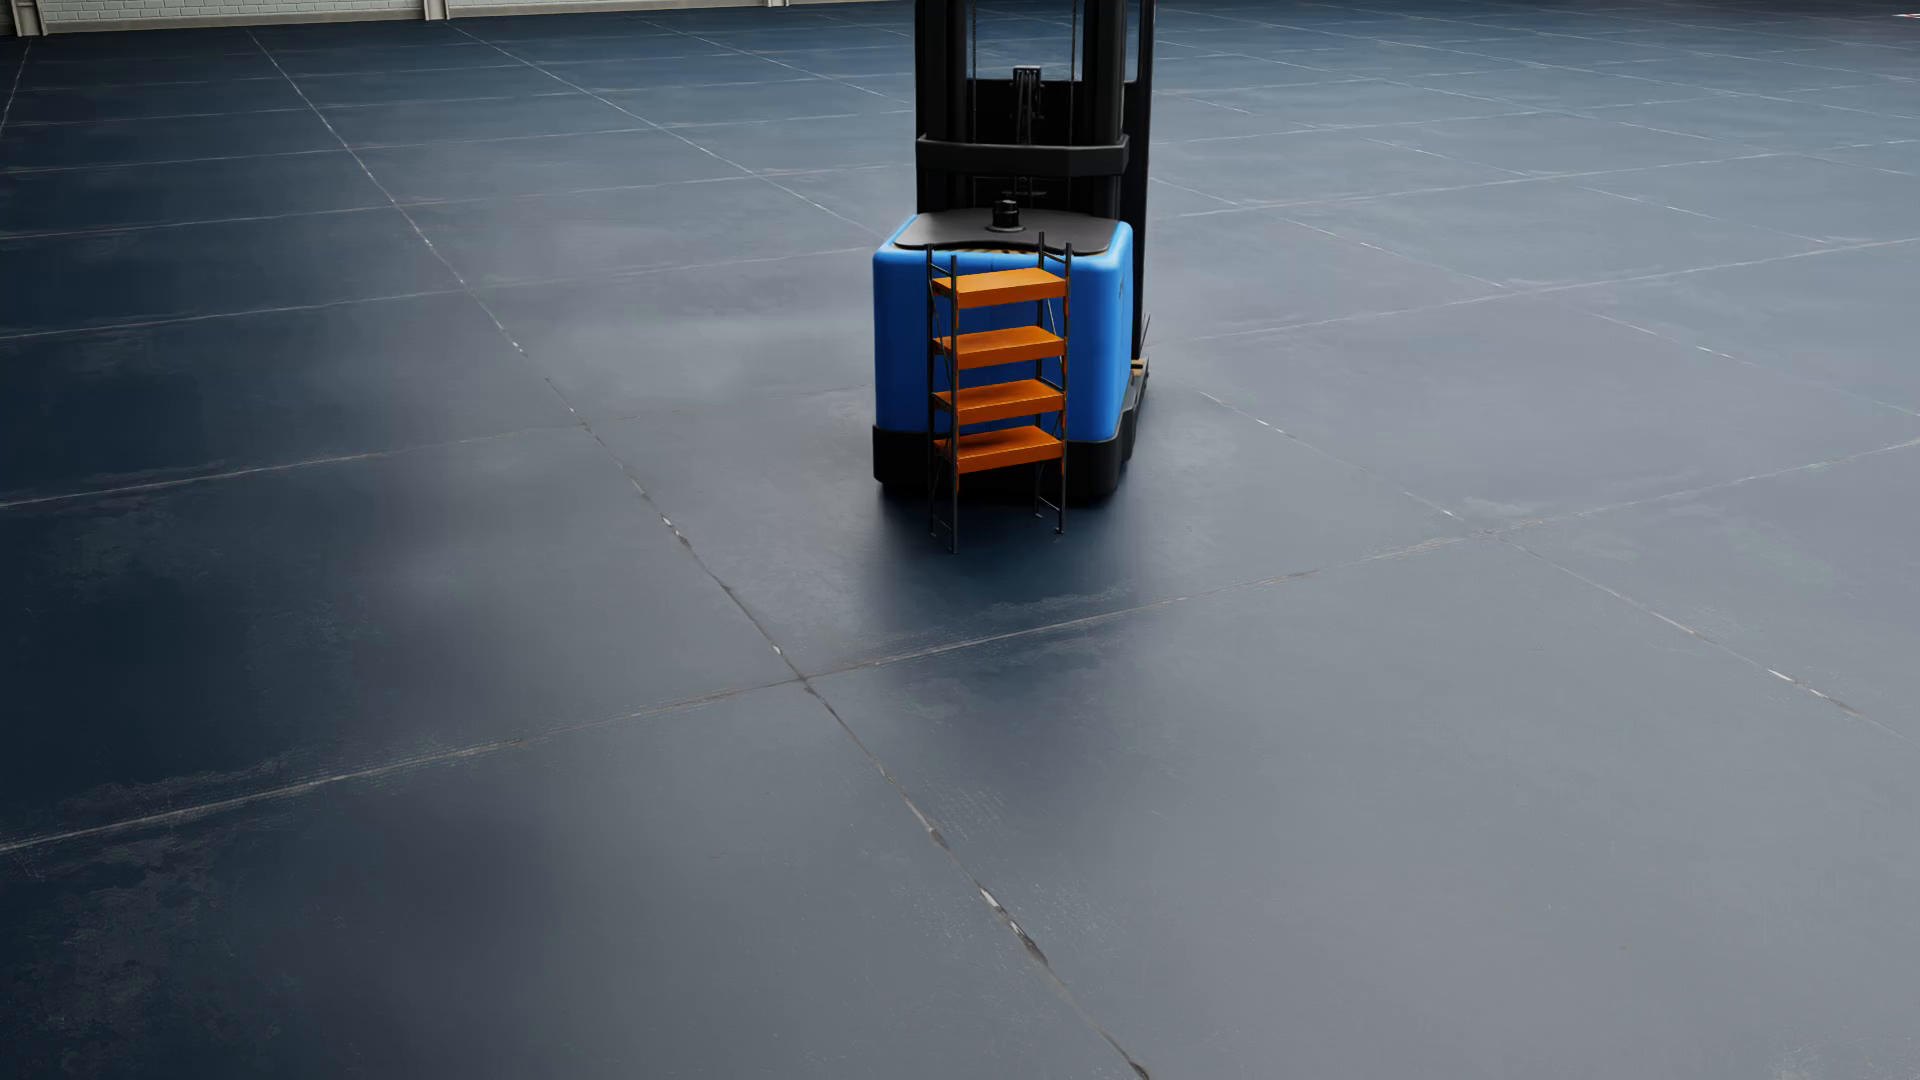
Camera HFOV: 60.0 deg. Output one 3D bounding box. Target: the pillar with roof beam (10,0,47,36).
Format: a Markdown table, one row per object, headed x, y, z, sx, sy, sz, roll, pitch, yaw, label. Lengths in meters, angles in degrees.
| x | y | z | sx | sy | sz | roll | pitch | yaw | label |
| --- | --- | --- | --- | --- | --- | --- | --- | --- | --- |
| -12.289 | -10.386 | 20.074 | 0.400 | 9.000 | 9.100 | -10 | 25 | -24 | pillar with roof beam |

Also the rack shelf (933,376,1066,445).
| x | y | z | sx | sy | sz | roll | pitch | yaw | label |
| --- | --- | --- | --- | --- | --- | --- | --- | --- | --- |
| 0.149 | -0.520 | 6.613 | 0.480 | 0.148 | 0.258 | -10 | 25 | -24 | rack shelf |

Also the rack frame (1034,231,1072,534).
| x | y | z | sx | sy | sz | roll | pitch | yaw | label |
| --- | --- | --- | --- | --- | --- | --- | --- | --- | --- |
| 0.369 | -0.622 | 6.685 | 0.015 | 1.200 | 0.240 | -10 | 25 | -24 | rack frame |

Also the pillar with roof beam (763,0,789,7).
| x | y | z | sx | sy | sz | roll | pitch | yaw | label |
| --- | --- | --- | --- | --- | --- | --- | --- | --- | --- |
| -1.476 | -12.376 | 24.883 | 0.400 | 9.000 | 9.100 | -10 | 25 | -24 | pillar with roof beam |

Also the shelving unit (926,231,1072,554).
| x | y | z | sx | sy | sz | roll | pitch | yaw | label |
| --- | --- | --- | --- | --- | --- | --- | --- | --- | --- |
| 0.149 | -0.582 | 6.587 | 0.503 | 1.200 | 0.258 | -10 | 25 | -24 | shelving unit |

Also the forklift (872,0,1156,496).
| x | y | z | sx | sy | sz | roll | pitch | yaw | label |
| --- | --- | --- | --- | --- | --- | --- | --- | --- | --- |
| 0.379 | -2.072 | 7.923 | 1.130 | 2.935 | 3.031 | 4 | 23 | 9 | forklift |

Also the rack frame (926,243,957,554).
| x | y | z | sx | sy | sz | roll | pitch | yaw | label |
| --- | --- | --- | --- | --- | --- | --- | --- | --- | --- |
| -0.071 | -0.541 | 6.489 | 0.015 | 1.200 | 0.240 | -10 | 25 | -24 | rack frame |

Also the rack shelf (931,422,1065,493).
| x | y | z | sx | sy | sz | roll | pitch | yaw | label |
| --- | --- | --- | --- | --- | --- | --- | --- | --- | --- |
| 0.149 | -0.336 | 6.689 | 0.480 | 0.148 | 0.258 | -10 | 25 | -24 | rack shelf |

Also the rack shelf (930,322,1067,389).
| x | y | z | sx | sy | sz | roll | pitch | yaw | label |
| --- | --- | --- | --- | --- | --- | --- | --- | --- | --- |
| 0.149 | -0.726 | 6.527 | 0.480 | 0.148 | 0.258 | -10 | 25 | -24 | rack shelf |

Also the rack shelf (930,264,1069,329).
| x | y | z | sx | sy | sz | roll | pitch | yaw | label |
| --- | --- | --- | --- | --- | --- | --- | --- | --- | --- |
| 0.149 | -0.945 | 6.437 | 0.480 | 0.148 | 0.258 | -10 | 25 | -24 | rack shelf |

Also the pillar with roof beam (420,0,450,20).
| x | y | z | sx | sy | sz | roll | pitch | yaw | label |
| --- | --- | --- | --- | --- | --- | --- | --- | --- | --- |
| -6.883 | -11.381 | 22.479 | 0.400 | 9.000 | 9.100 | -10 | 25 | -24 | pillar with roof beam |
